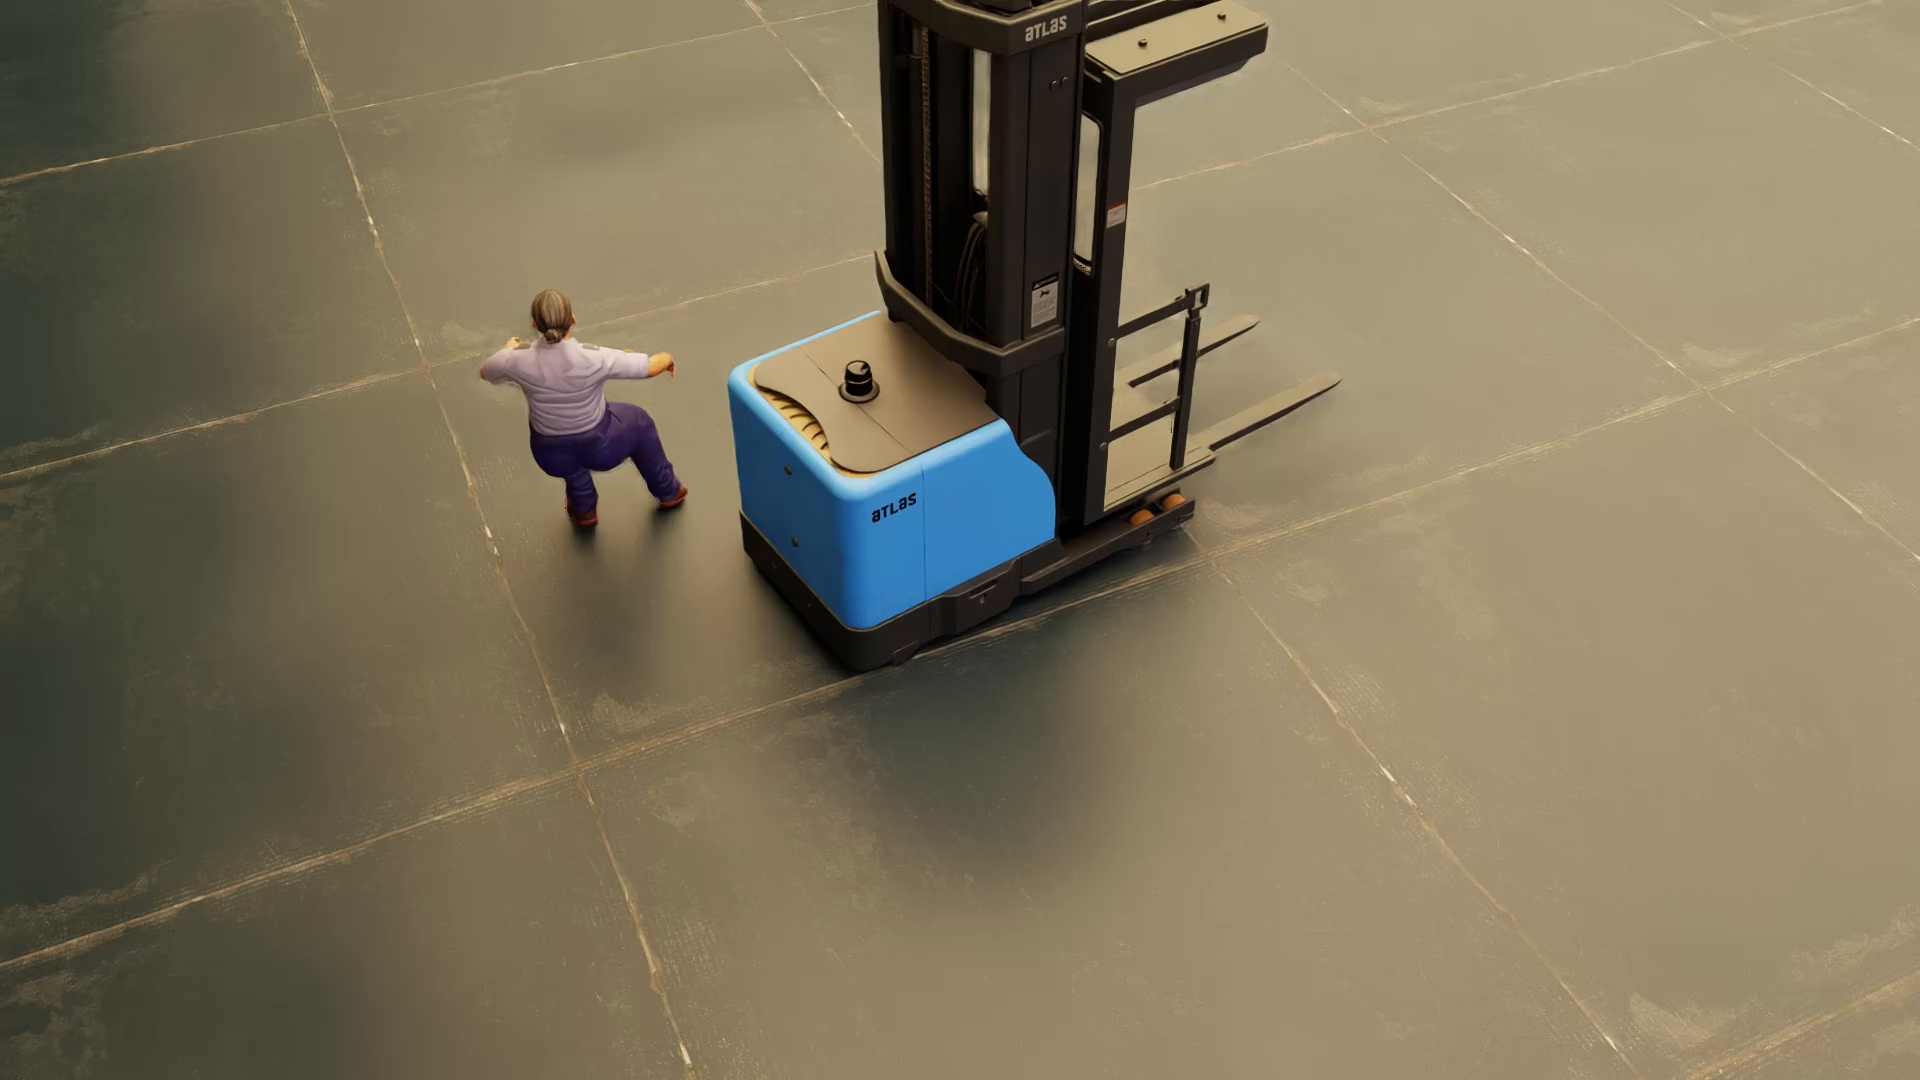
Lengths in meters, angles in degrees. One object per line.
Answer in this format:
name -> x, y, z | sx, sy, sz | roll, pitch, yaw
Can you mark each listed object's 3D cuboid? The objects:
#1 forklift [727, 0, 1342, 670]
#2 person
forklift -> 0.496, -1.318, 7.093 | 3.031, 2.935, 1.130 | -26, 49, -25
person -> -1.665, -0.577, 7.422 | 0.811, 1.525, 0.651 | -6, 43, -6
